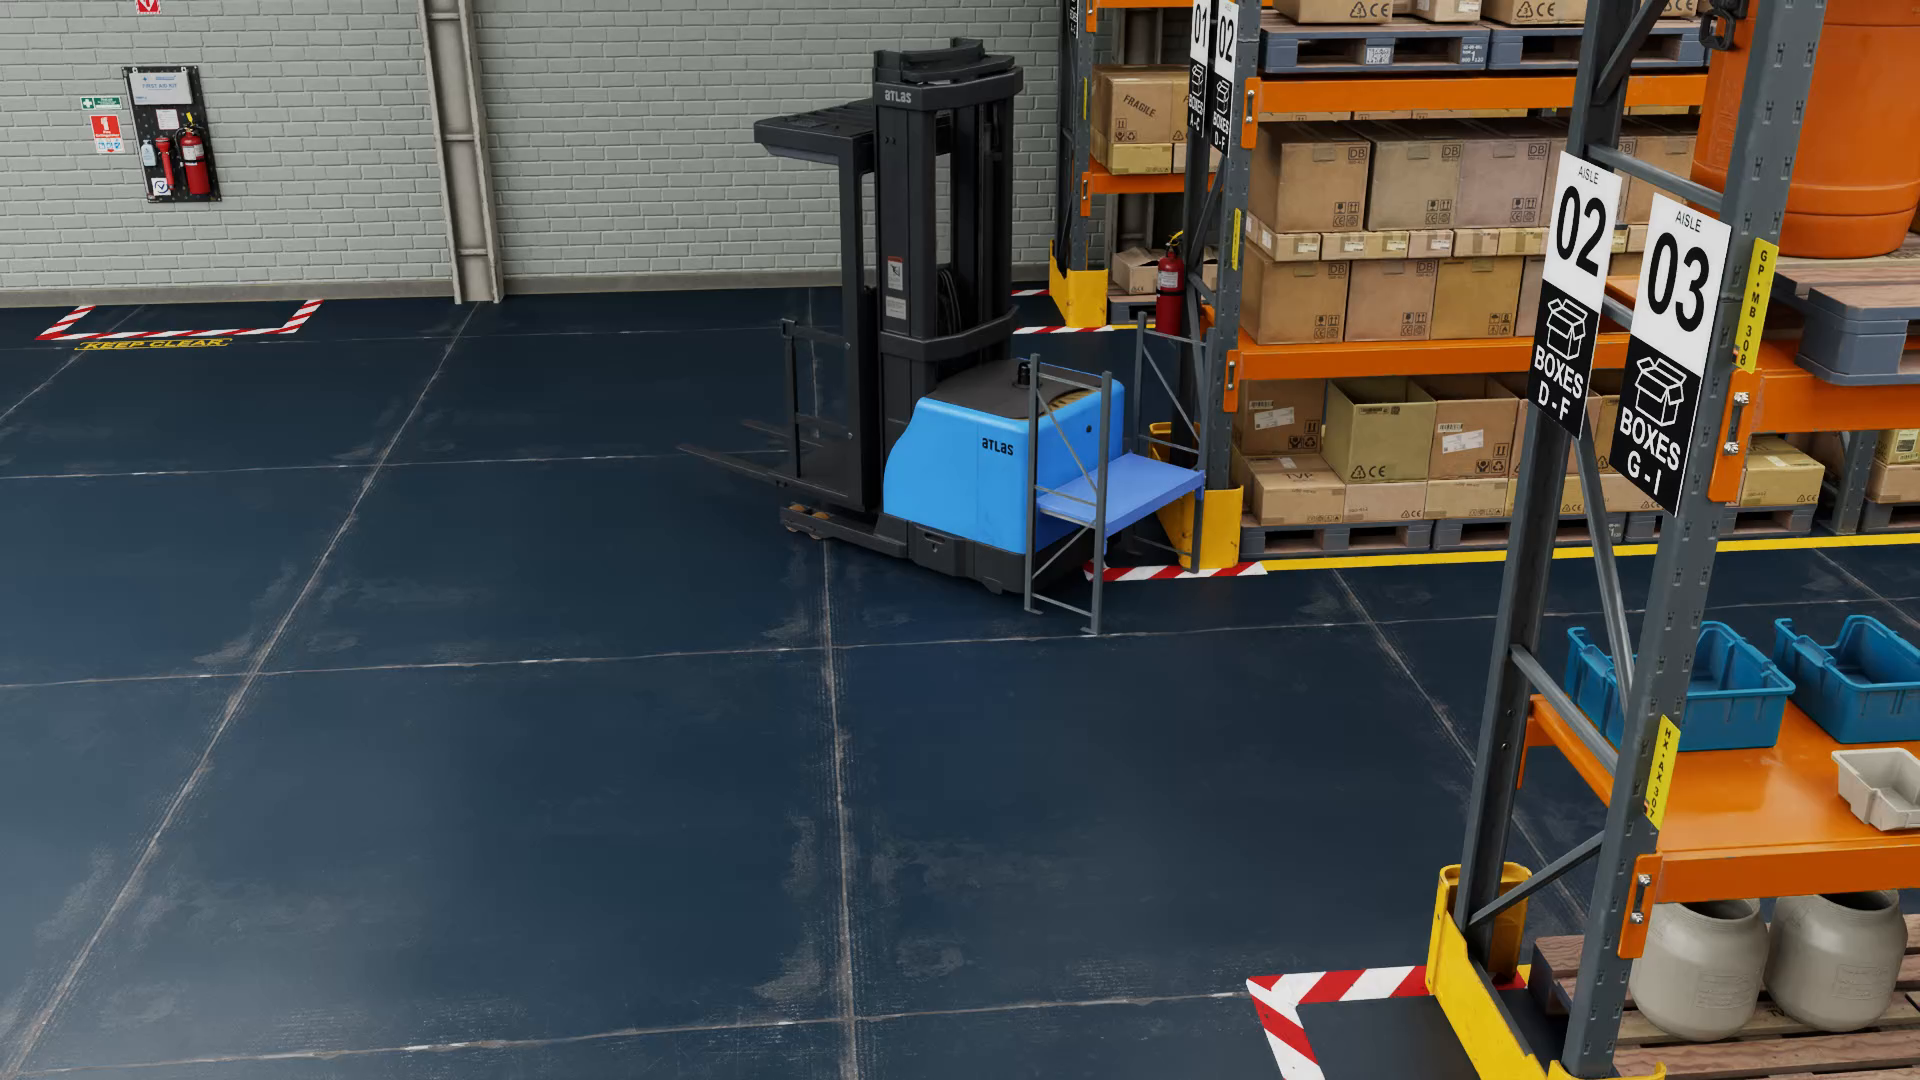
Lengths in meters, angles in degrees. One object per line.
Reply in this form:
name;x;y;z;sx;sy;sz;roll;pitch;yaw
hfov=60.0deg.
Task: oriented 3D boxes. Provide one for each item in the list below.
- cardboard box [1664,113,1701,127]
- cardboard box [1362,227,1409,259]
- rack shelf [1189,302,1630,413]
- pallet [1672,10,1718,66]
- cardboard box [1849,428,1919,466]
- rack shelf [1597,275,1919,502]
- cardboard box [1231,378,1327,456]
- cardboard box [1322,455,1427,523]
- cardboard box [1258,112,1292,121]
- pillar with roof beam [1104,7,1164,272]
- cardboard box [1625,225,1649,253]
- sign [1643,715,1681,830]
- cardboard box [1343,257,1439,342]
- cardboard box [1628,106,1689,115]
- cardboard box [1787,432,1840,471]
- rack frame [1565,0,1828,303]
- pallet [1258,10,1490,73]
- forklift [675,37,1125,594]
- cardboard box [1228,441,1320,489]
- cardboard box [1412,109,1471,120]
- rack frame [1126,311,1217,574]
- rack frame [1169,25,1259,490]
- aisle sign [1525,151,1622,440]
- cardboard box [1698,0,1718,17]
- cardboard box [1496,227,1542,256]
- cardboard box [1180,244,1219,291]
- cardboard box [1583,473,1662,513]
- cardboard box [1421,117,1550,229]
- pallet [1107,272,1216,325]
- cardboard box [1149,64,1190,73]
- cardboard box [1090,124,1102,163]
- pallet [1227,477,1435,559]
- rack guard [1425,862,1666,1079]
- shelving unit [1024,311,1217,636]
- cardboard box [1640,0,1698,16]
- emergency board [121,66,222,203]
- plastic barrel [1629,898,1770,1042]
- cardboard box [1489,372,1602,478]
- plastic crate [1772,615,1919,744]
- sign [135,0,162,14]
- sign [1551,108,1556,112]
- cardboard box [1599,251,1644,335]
cardboard box;4.498;-2.194;9.772;0.500;0.500;0.700;-2;24;-5
cardboard box;2.383;-1.728;9.524;0.250;0.149;0.380;-2;24;-5
rack shelf;3.451;-1.188;10.115;4.000;0.370;1.077;-2;24;-5
pallet;4.595;-2.882;9.457;1.213;0.211;1.003;-2;24;-5
cardboard box;5.877;-0.704;10.318;0.500;0.311;0.500;-2;24;-5
rack shelf;3.934;-0.556;5.001;4.000;0.370;1.077;-2;24;-5
cardboard box;1.965;-0.856;10.429;0.500;0.500;0.500;-2;24;-5
cardboard box;2.514;-0.325;10.156;0.500;0.250;0.500;-2;24;-5
cardboard box;2.483;-3.653;14.013;0.500;0.500;0.500;-3;24;-7
pillar with roof beam;2.005;-4.818;10.010;0.400;9.000;9.100;-2;24;-5
cardboard box;3.928;-1.791;9.664;0.250;0.149;0.380;-2;24;-4
sign;1.994;0.662;4.727;0.005;0.325;0.100;-2;24;-5
cardboard box;2.449;-1.519;9.851;0.500;0.500;0.700;-2;24;-4
cardboard box;6.018;-3.871;14.601;0.500;0.500;0.700;0;24;0
cardboard box;5.826;-0.665;10.922;0.500;0.250;0.500;-3;24;-6
rack frame;1.944;-2.176;4.066;0.127;3.000;1.000;-2;24;-5
pallet;2.167;-2.785;9.238;1.213;0.211;1.003;-2;24;-5
forklift;-0.501;-1.495;10.005;3.031;2.935;1.130;17;29;34
cardboard box;1.966;-0.513;10.579;0.500;0.250;0.500;-2;24;-5
cardboard box;4.015;-3.716;14.153;0.500;0.500;0.500;-2;24;-5
rack frame;1.212;-0.551;9.638;0.500;1.500;0.032;19;30;35
rack frame;1.461;-1.437;9.789;0.127;3.000;1.000;-2;24;-5
aisle sign;1.843;-0.739;5.020;0.004;0.787;0.394;-2;24;-5
cardboard box;4.268;-2.949;9.119;0.250;0.149;0.380;-2;24;-5
cardboard box;3.154;-1.760;9.594;0.250;0.149;0.380;-3;24;-6
cardboard box;2.235;-2.425;14.782;0.500;0.311;0.500;0;24;-1
cardboard box;4.007;-0.383;10.287;0.500;0.250;0.500;-2;24;-5
cardboard box;3.004;-2.134;9.639;0.500;0.500;0.700;-2;24;-5
pallet;1.858;-2.186;14.908;1.213;0.211;1.003;-2;24;-5
cardboard box;1.920;-3.843;14.439;0.500;0.500;0.500;-2;24;-4
cardboard box;1.417;-3.476;14.538;0.500;0.250;0.500;-2;24;-4
pallet;2.218;-0.210;10.462;1.213;0.211;1.003;-2;24;-5
rack guard;2.015;1.686;5.842;0.348;0.500;1.175;-2;24;-5
shelving unit;0.891;-0.391;9.278;0.538;1.500;1.048;19;30;35
cardboard box;3.790;-3.255;9.371;0.637;0.503;0.797;0;24;1
emergency board;-6.852;-3.494;14.417;0.643;1.169;0.194;-2;24;-5
plastic barrel;2.592;1.453;5.833;0.421;0.512;0.421;0;24;0
cardboard box;3.510;-0.705;10.088;0.500;0.500;0.500;-2;24;-5
plastic crate;3.060;0.469;5.685;0.408;0.251;0.499;-2;24;-5
sign;-6.870;-4.593;14.036;0.199;0.298;0.001;-2;24;-5
sign;5.012;-3.775;13.984;0.005;0.325;0.100;-2;24;-5
cardboard box;3.977;-1.580;9.988;0.500;0.500;0.700;-2;24;-4
